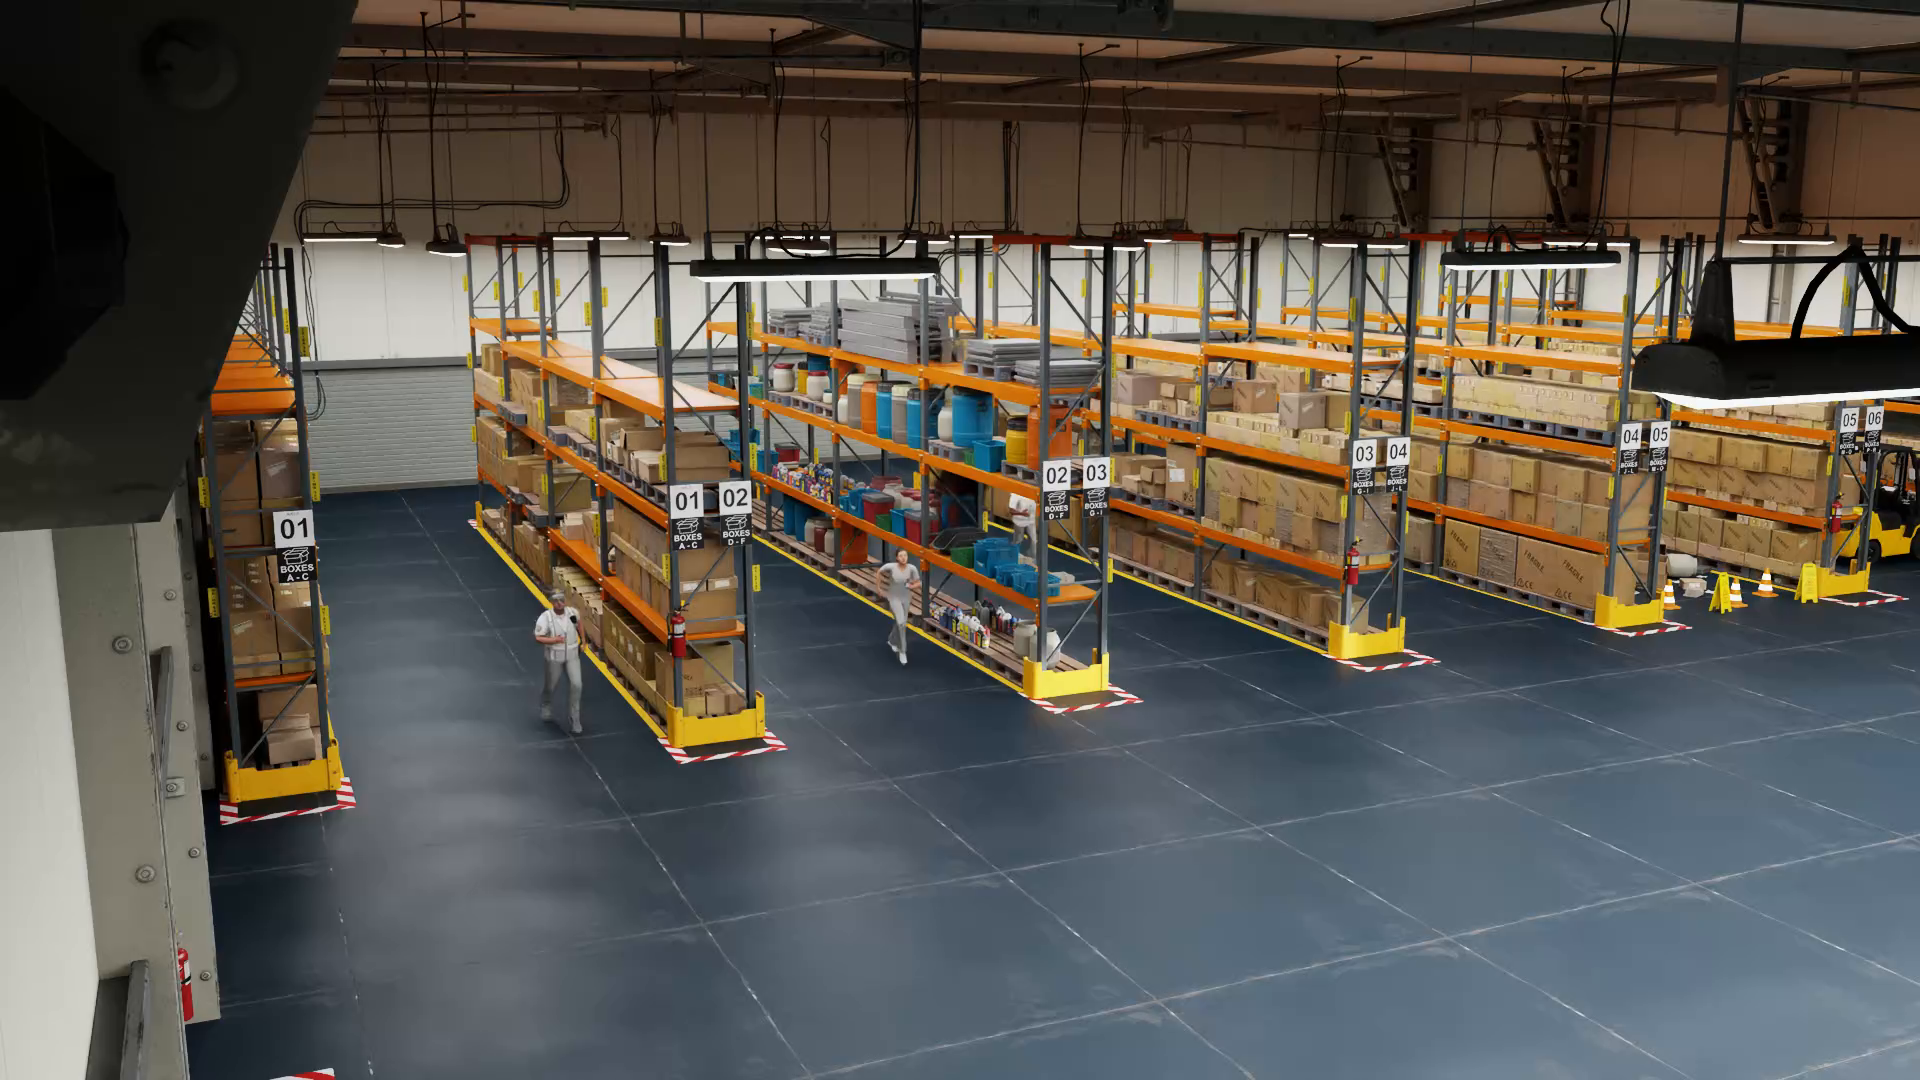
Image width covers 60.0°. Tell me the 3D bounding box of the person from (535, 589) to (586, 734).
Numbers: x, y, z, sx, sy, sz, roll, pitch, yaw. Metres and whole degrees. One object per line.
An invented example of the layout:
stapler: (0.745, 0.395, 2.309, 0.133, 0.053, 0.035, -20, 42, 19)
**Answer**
person: (-5.016, 1.480, 20.896, 0.670, 1.847, 0.926, -6, 12, -28)

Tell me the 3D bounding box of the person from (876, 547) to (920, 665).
person: (-0.890, 0.912, 24.077, 0.586, 1.690, 0.830, -3, 12, -17)

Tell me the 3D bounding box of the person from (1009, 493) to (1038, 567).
person: (1.122, -0.274, 29.859, 0.640, 1.796, 0.890, -6, 12, -27)
